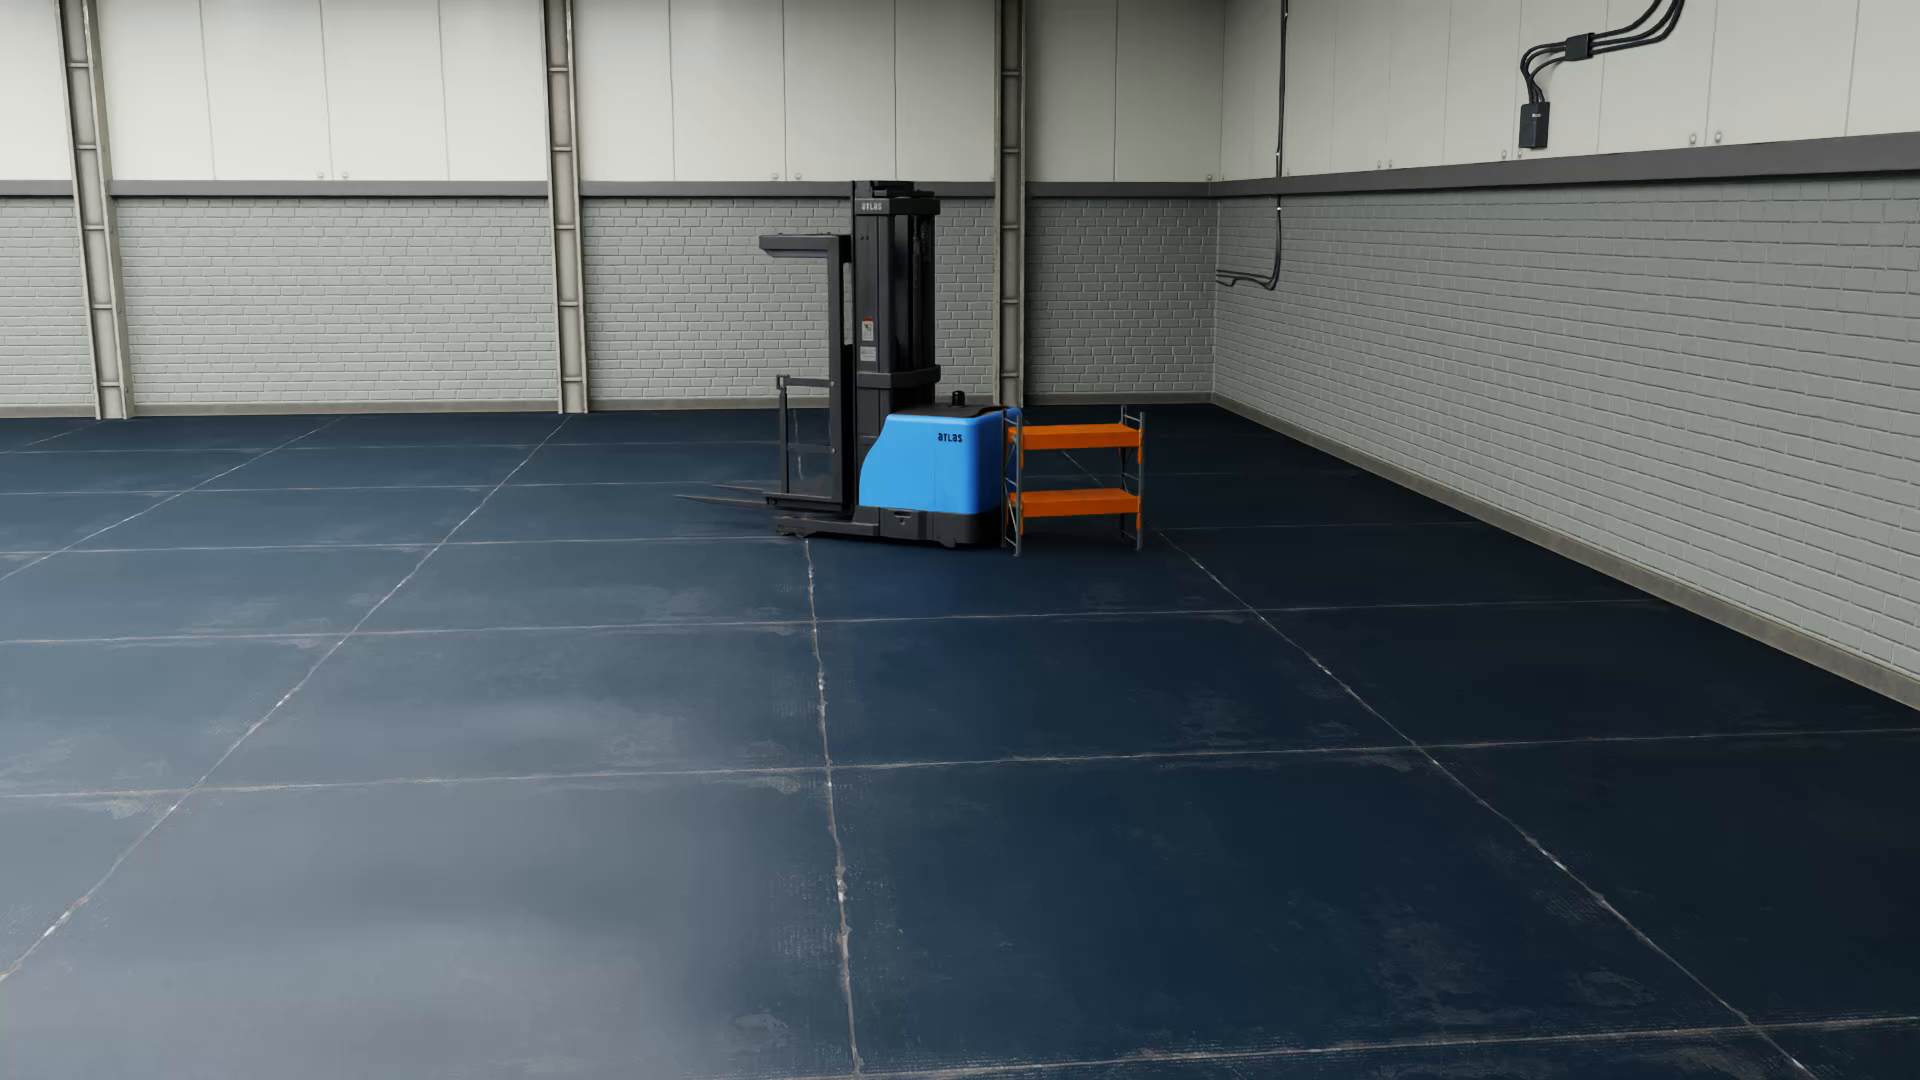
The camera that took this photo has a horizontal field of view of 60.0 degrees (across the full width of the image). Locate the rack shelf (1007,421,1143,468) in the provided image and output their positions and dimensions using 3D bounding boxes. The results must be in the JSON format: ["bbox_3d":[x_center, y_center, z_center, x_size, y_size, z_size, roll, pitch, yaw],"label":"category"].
[{"bbox_3d":[0.905,-0.773,13.368,1.000,0.278,0.538,-3,11,-13],"label":"rack shelf"}]

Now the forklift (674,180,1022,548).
[{"bbox_3d":[-1.023,-1.546,14.132,3.031,2.935,1.130,5,12,25],"label":"forklift"}]

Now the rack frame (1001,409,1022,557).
[{"bbox_3d":[0.411,-0.463,13.307,0.032,1.125,0.500,-3,11,-13],"label":"rack frame"}]

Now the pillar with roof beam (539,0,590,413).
[{"bbox_3d":[-4.821,-5.347,17.737,0.400,9.000,9.100,-1,11,-6],"label":"pillar with roof beam"}]

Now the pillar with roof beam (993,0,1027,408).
[{"bbox_3d":[1.144,-5.472,18.372,0.400,9.000,9.100,-1,11,-6],"label":"pillar with roof beam"}]

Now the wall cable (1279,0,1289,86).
[{"bbox_3d":[4.043,-6.541,18.767,0.112,2.526,3.097,-1,11,-6],"label":"wall cable"}]

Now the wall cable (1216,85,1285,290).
[{"bbox_3d":[3.751,-4.581,21.894,0.112,2.526,3.097,-1,11,-6],"label":"wall cable"}]

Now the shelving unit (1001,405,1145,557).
[{"bbox_3d":[0.905,-0.486,13.424,1.048,1.125,0.538,-3,11,-13],"label":"shelving unit"}]

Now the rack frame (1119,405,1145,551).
[{"bbox_3d":[1.399,-0.509,13.541,0.032,1.125,0.500,-3,11,-13],"label":"rack frame"}]

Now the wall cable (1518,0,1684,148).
[{"bbox_3d":[4.760,-5.953,12.004,0.169,6.003,2.305,-1,11,-6],"label":"wall cable"}]

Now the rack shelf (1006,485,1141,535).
[{"bbox_3d":[0.905,-0.246,13.471,1.000,0.278,0.538,-3,11,-13],"label":"rack shelf"}]

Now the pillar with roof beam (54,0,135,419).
[{"bbox_3d":[-10.786,-5.222,17.101,0.400,9.000,9.100,-1,11,-6],"label":"pillar with roof beam"}]
